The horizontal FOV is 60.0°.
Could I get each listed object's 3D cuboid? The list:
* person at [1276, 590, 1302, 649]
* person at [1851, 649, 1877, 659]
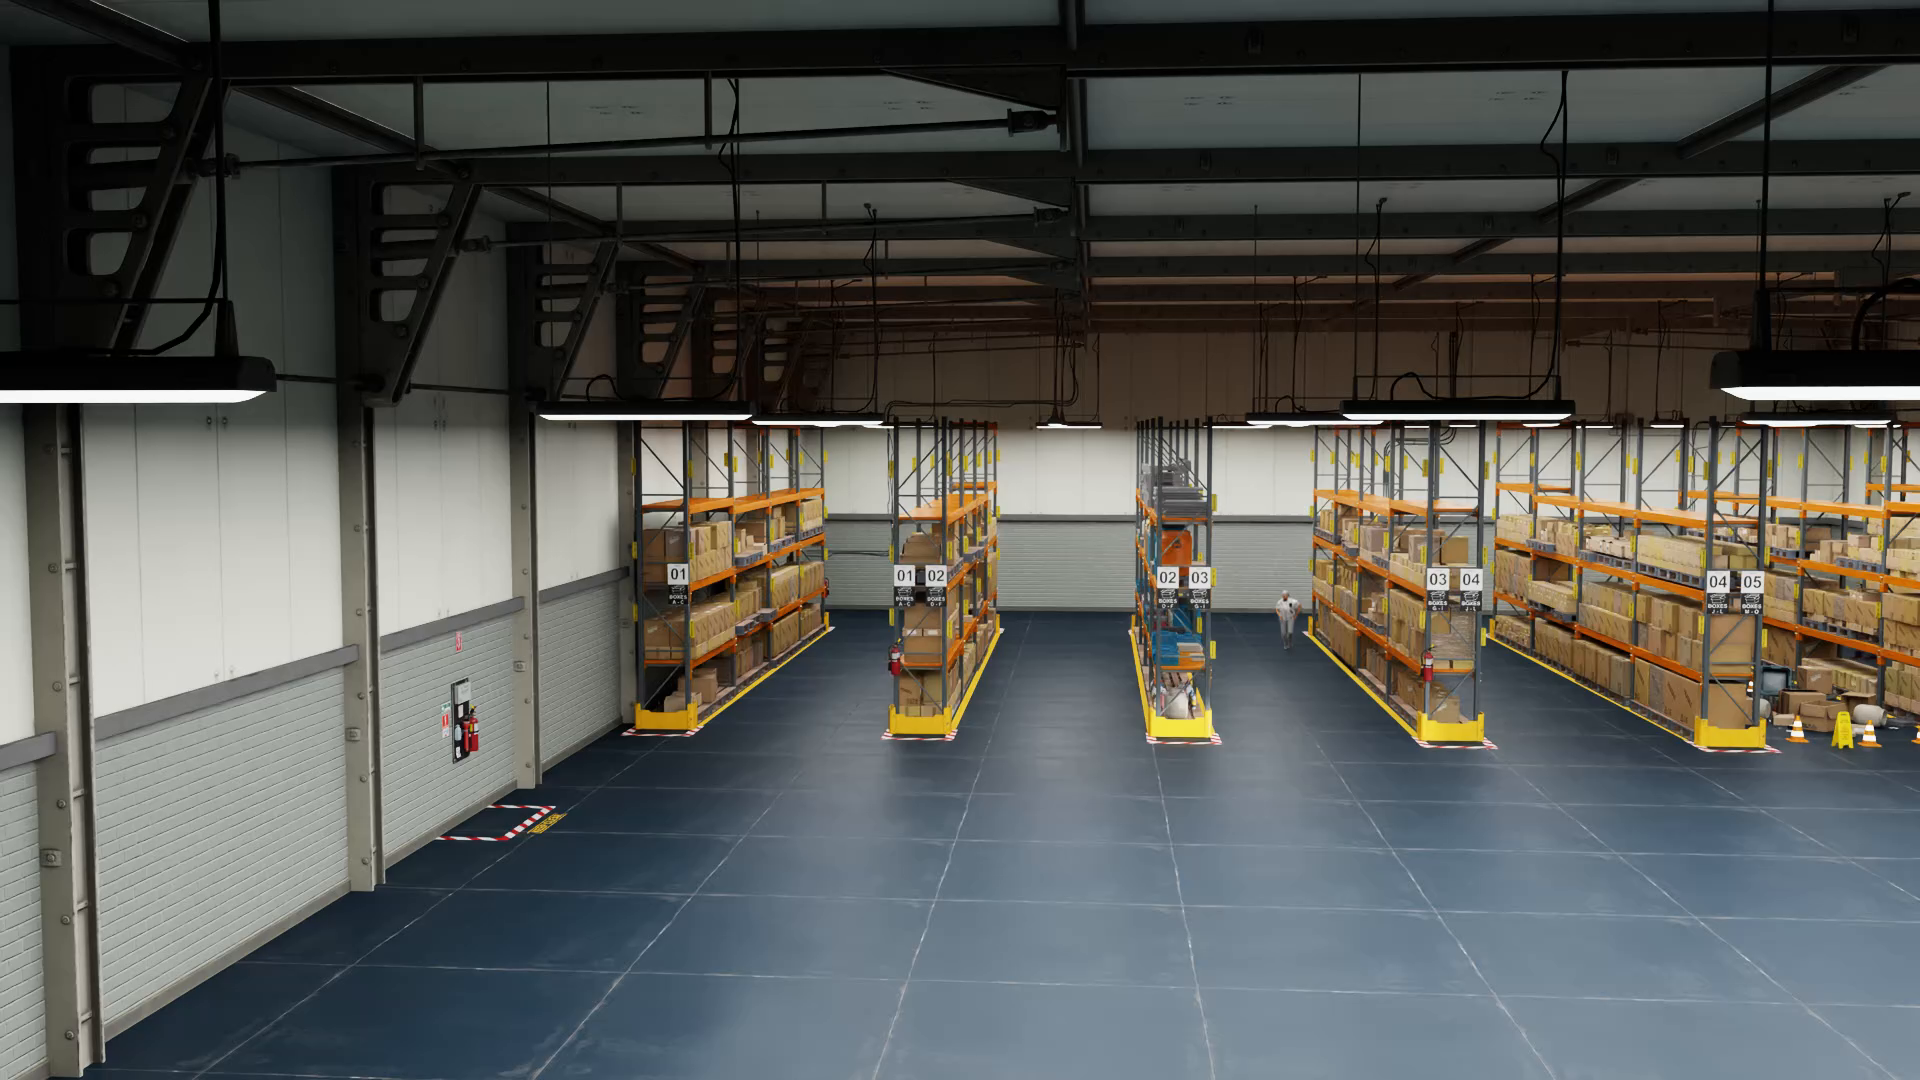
[{"bbox_3d":[8.621,2.087,43.630,0.664,1.579,0.735,1,4,16],"label":"person"},{"bbox_3d":[22.776,2.206,41.719,0.493,1.687,0.578,-1,4,-16],"label":"person"}]
